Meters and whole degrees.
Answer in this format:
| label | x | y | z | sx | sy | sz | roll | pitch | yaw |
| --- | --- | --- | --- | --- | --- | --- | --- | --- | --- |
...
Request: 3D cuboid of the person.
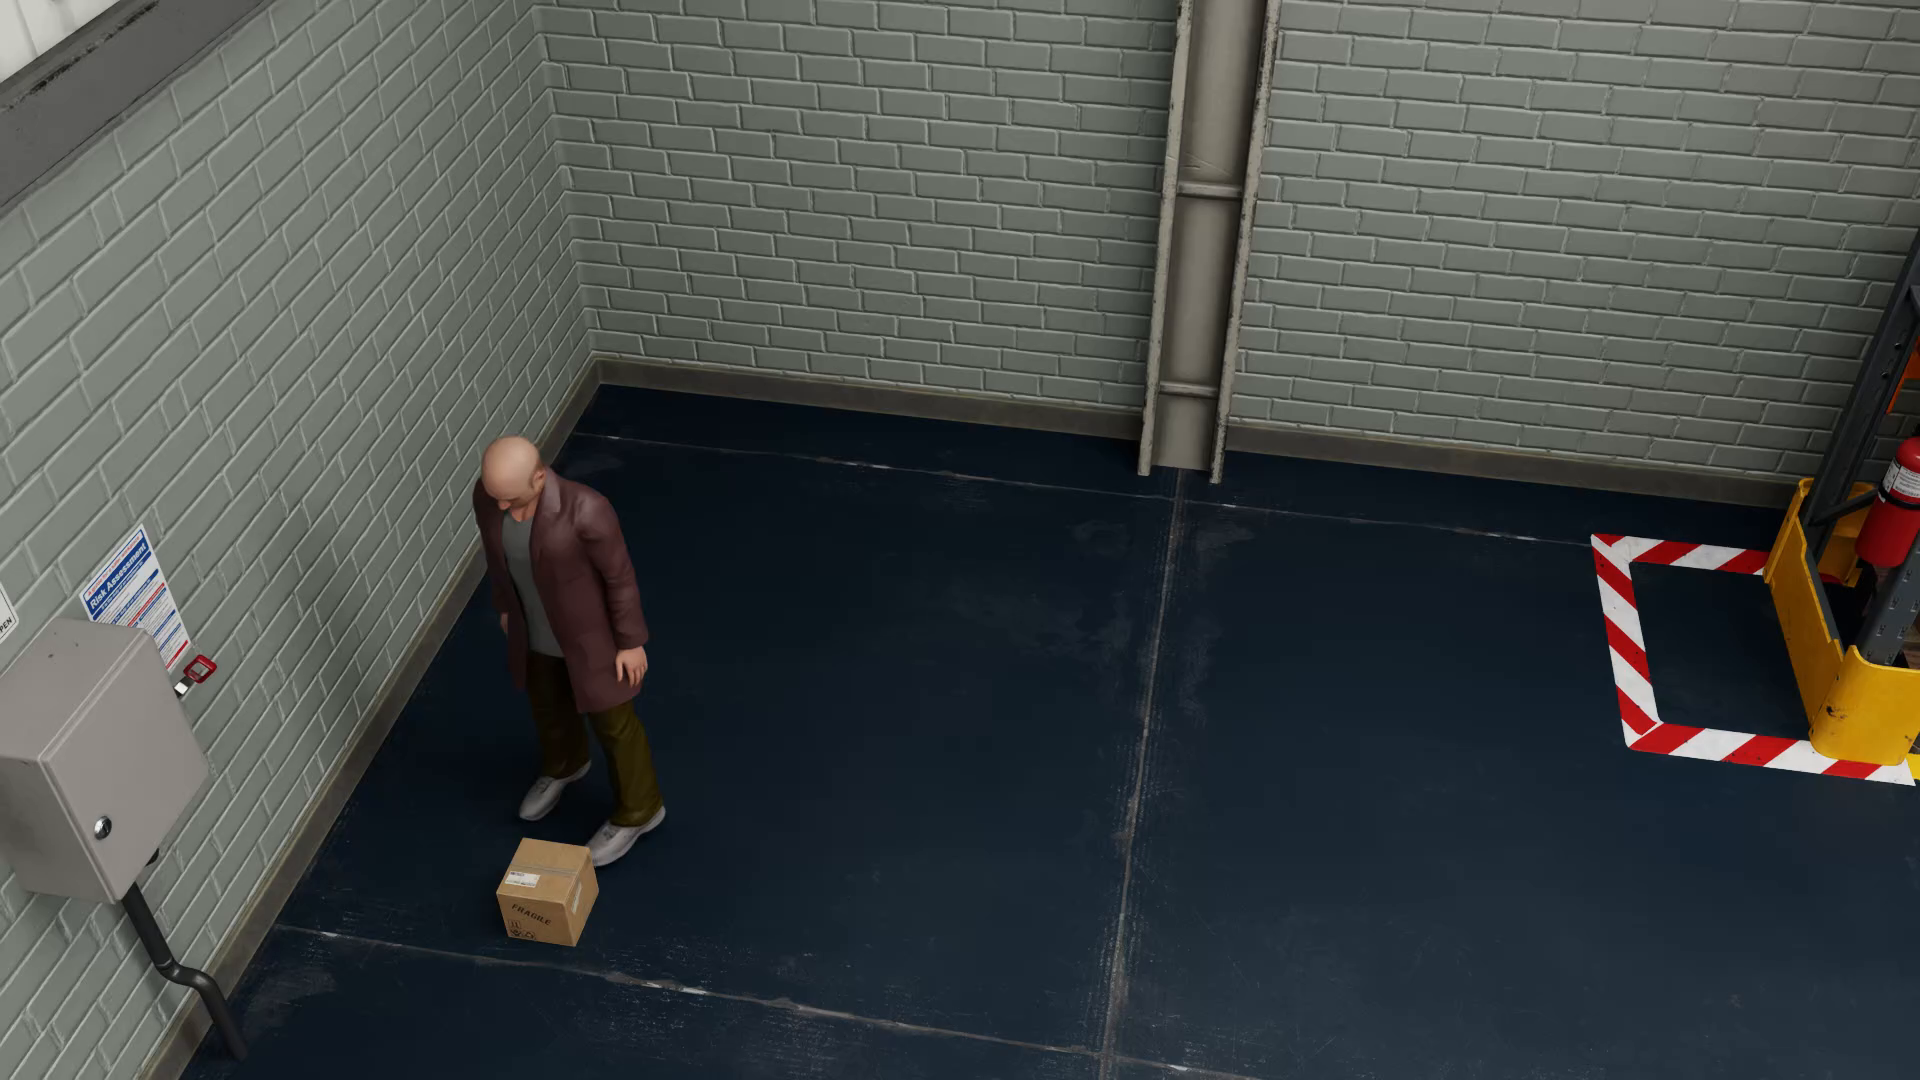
| label | x | y | z | sx | sy | sz | roll | pitch | yaw |
| --- | --- | --- | --- | --- | --- | --- | --- | --- | --- |
| person | -1.384 | 0.345 | 5.736 | 0.626 | 1.757 | 0.436 | 12 | 42 | 14 |
